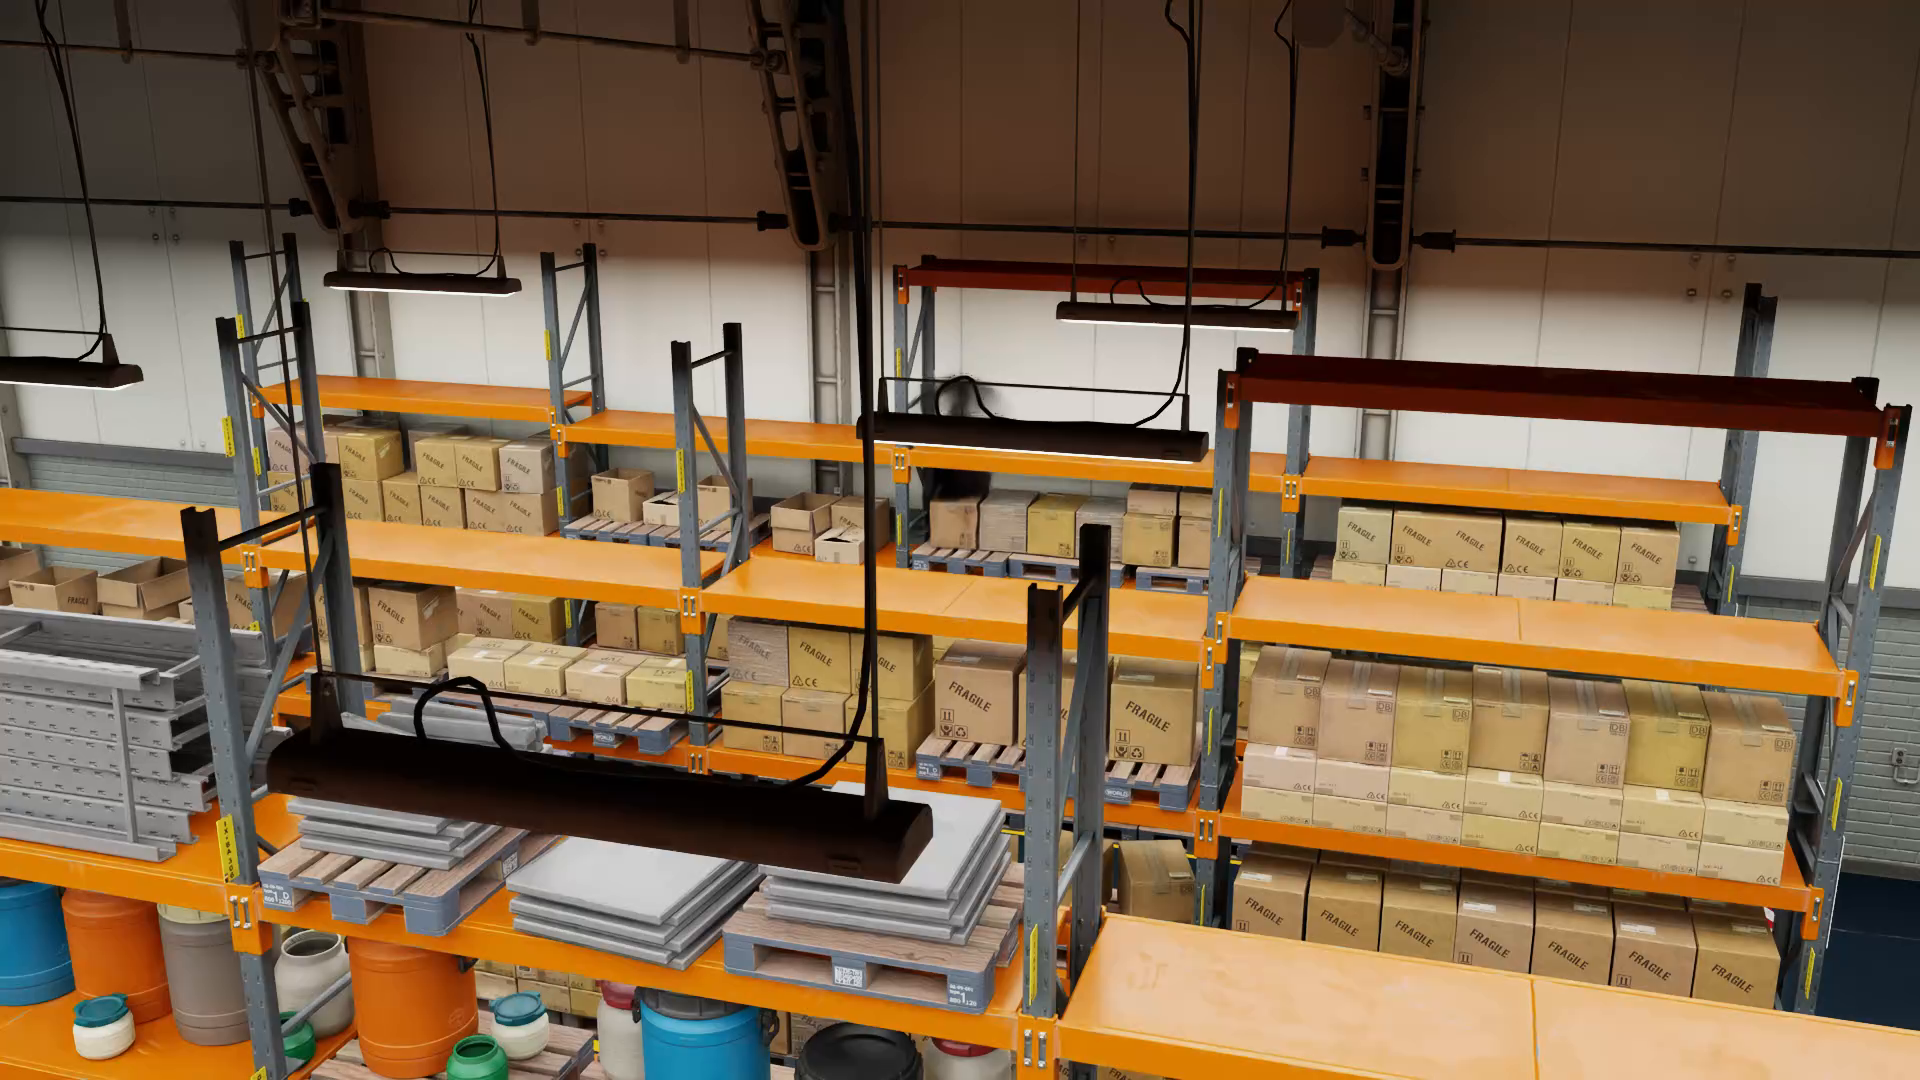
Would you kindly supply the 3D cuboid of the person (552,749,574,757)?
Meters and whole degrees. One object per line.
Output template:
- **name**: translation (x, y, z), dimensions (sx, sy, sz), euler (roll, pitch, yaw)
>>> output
- **person**: translation (-4.291, 2.495, 17.537), dimensions (0.950, 1.404, 0.622), euler (7, 17, 22)
